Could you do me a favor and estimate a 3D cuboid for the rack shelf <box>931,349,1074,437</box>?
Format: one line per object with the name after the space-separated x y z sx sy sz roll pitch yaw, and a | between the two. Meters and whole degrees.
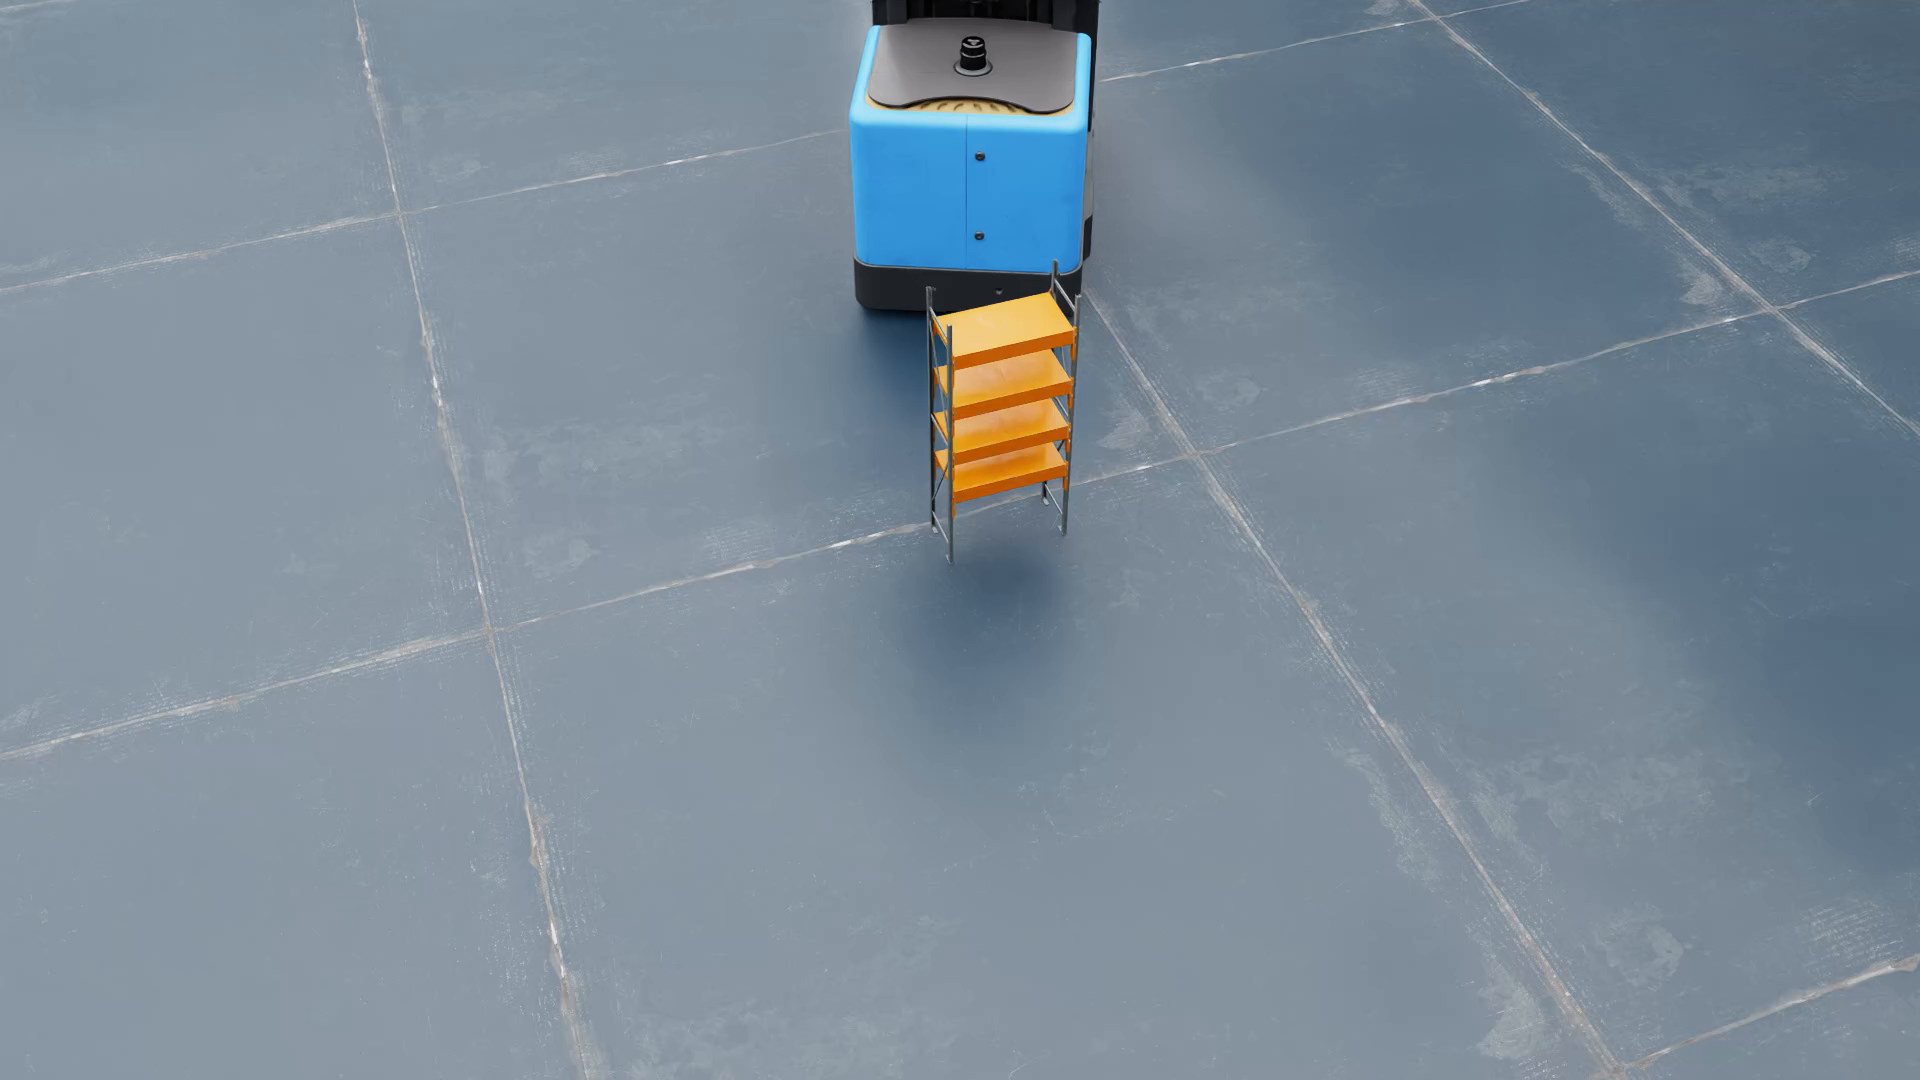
0.156 -0.574 6.254 0.480 0.148 0.258 -14 47 -14 | rack shelf

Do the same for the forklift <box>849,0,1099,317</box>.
0.142 -3.102 7.772 1.130 2.935 3.031 3 45 3 | forklift

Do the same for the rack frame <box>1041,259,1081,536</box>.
0.385 -0.522 6.423 0.015 1.200 0.240 -14 47 -14 | rack frame

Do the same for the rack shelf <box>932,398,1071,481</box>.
0.156 -0.416 6.412 0.480 0.148 0.258 -14 47 -14 | rack shelf

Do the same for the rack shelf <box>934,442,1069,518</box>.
0.156 -0.276 6.553 0.480 0.148 0.258 -14 47 -14 | rack shelf

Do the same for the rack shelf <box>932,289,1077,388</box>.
0.156 -0.741 6.086 0.480 0.148 0.258 -14 47 -14 | rack shelf

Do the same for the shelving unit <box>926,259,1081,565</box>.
0.156 -0.463 6.365 0.503 1.200 0.258 -14 47 -14 | shelving unit

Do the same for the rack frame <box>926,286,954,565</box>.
-0.074 -0.405 6.306 0.015 1.200 0.240 -14 47 -14 | rack frame
